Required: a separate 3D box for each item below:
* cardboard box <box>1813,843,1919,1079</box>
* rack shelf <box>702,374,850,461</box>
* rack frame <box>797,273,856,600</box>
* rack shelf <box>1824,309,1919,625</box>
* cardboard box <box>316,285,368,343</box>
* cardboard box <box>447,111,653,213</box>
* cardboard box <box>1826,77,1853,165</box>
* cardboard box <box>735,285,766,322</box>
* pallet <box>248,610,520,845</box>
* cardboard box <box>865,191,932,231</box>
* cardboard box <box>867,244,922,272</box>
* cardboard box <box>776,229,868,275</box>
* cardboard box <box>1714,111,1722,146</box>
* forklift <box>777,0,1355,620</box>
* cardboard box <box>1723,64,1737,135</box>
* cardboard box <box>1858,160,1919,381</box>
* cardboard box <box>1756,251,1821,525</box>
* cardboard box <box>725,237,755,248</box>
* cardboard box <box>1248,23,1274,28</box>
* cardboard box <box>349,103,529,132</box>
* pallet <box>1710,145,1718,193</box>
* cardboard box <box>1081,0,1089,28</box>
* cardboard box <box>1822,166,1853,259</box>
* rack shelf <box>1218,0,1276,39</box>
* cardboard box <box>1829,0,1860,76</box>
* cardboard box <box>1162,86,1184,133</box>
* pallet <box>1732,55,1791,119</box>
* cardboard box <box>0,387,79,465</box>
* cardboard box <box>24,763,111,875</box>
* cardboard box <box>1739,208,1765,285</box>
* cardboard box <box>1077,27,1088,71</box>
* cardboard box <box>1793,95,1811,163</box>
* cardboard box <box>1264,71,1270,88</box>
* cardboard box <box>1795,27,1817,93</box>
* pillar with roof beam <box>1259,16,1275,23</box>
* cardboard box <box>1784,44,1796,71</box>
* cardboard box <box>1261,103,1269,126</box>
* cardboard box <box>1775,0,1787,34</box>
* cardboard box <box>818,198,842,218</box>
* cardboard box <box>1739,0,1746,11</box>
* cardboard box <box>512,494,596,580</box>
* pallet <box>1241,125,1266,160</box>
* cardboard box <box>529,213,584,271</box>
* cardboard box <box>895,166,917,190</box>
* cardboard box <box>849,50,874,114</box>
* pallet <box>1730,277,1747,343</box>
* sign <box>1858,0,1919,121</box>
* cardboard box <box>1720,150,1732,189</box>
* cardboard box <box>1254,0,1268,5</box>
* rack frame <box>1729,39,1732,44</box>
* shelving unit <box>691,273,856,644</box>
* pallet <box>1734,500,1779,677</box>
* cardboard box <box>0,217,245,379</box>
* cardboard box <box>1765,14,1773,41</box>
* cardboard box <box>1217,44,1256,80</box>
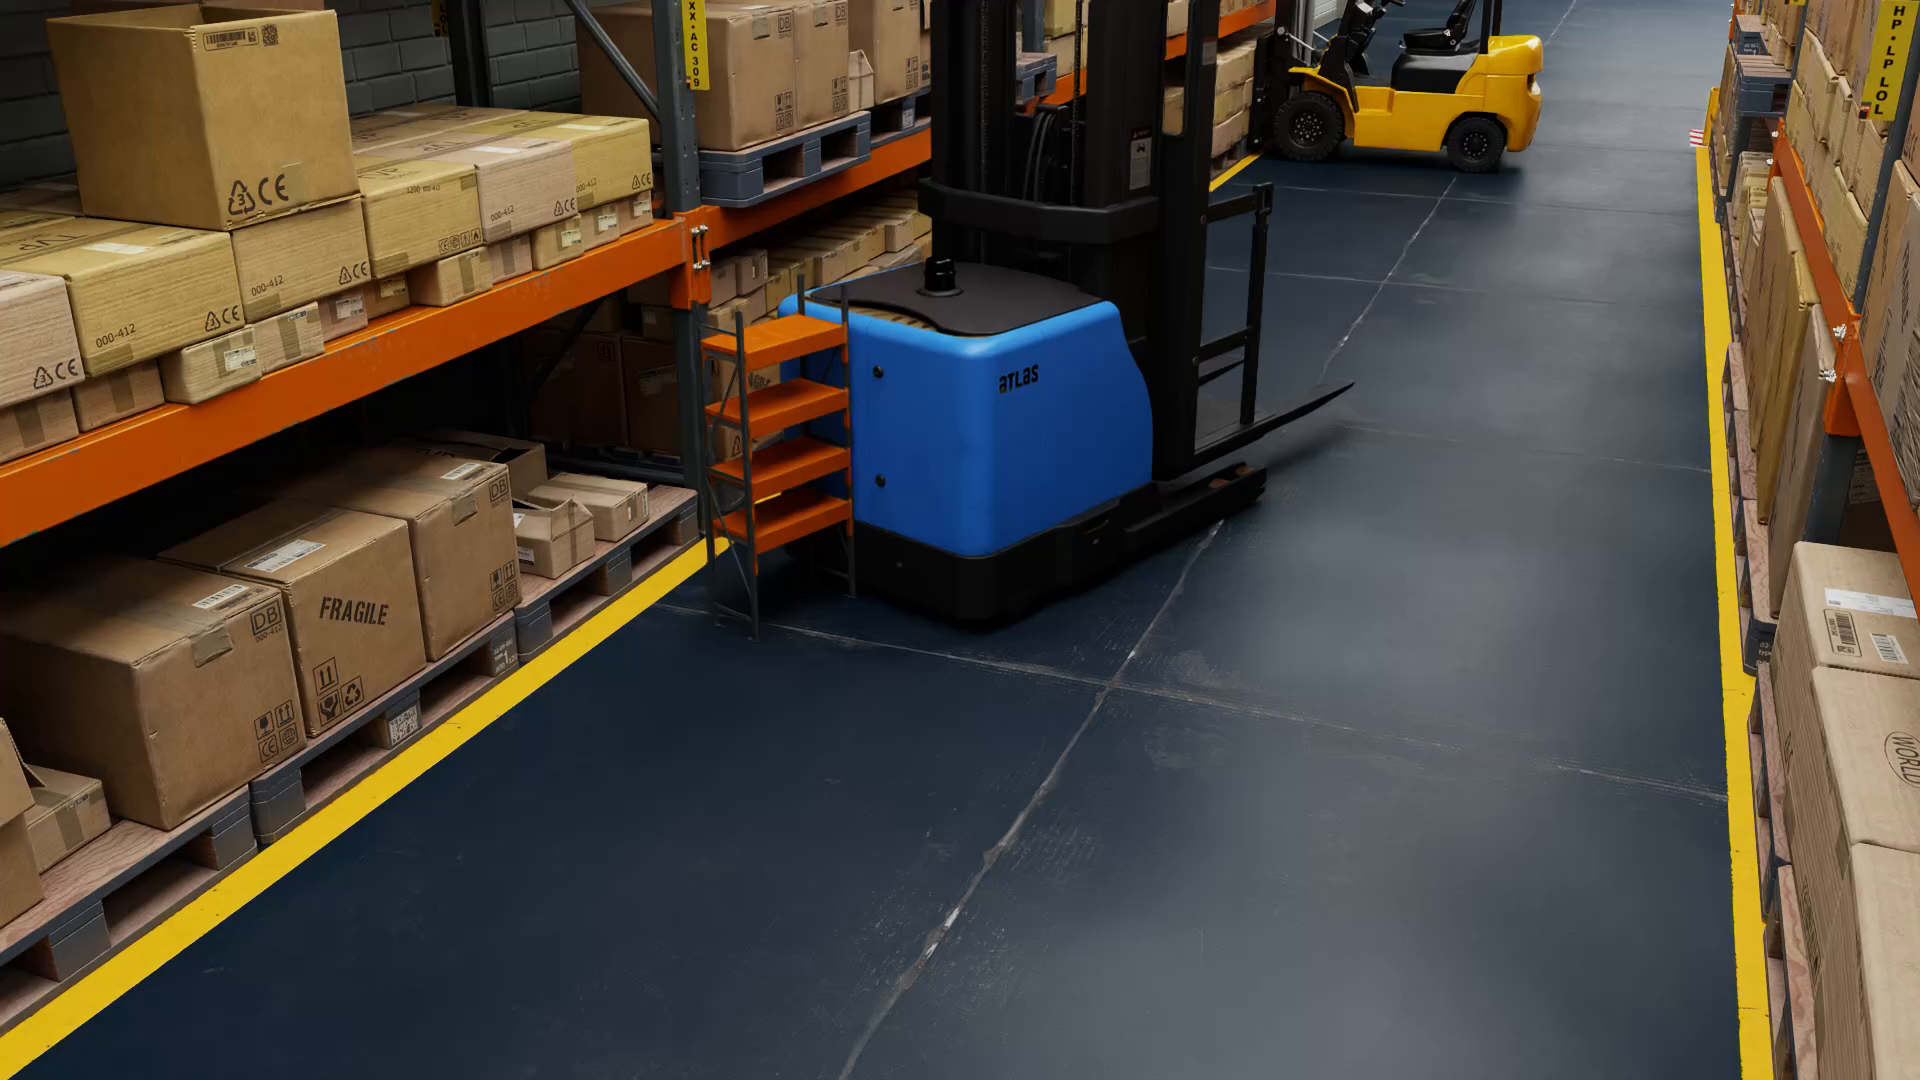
[{"bbox_3d":[2.132,1.060,3.100,0.875,0.438,0.875,9,24,21],"label":"cardboard box"},{"bbox_3d":[-0.644,-0.434,5.826,0.258,0.148,0.480,19,29,37],"label":"rack shelf"},{"bbox_3d":[-0.483,-0.361,6.057,0.240,1.200,0.015,19,29,37],"label":"rack frame"},{"bbox_3d":[2.390,0.267,3.152,1.077,0.370,4.000,9,24,20],"label":"rack shelf"},{"bbox_3d":[-1.950,-0.674,4.798,0.380,0.149,0.250,9,24,20],"label":"cardboard box"},{"bbox_3d":[-1.440,-1.341,5.877,0.500,0.250,0.500,9,24,21],"label":"cardboard box"},{"bbox_3d":[3.437,-1.501,5.997,0.500,0.250,0.500,9,24,21],"label":"cardboard box"},{"bbox_3d":[-1.065,-1.030,7.181,0.380,0.149,0.250,8,24,19],"label":"cardboard box"},{"bbox_3d":[-2.184,0.481,5.326,1.003,0.211,1.213,9,24,20],"label":"pallet"},{"bbox_3d":[-0.291,-1.770,8.953,0.380,0.149,0.250,10,24,22],"label":"cardboard box"},{"bbox_3d":[-0.512,-1.226,8.491,0.500,0.500,0.500,8,24,18],"label":"cardboard box"},{"bbox_3d":[-0.670,-1.396,8.057,0.380,0.149,0.250,10,25,22],"label":"cardboard box"},{"bbox_3d":[6.838,-3.569,14.426,0.500,0.250,0.500,10,25,22],"label":"cardboard box"},{"bbox_3d":[0.659,-1.558,6.677,1.130,2.935,3.031,19,29,37],"label":"forklift"},{"bbox_3d":[6.451,-3.530,13.358,0.500,0.500,0.500,10,25,23],"label":"cardboard box"},{"bbox_3d":[2.716,-0.696,4.396,0.500,0.500,0.500,10,25,22],"label":"cardboard box"},{"bbox_3d":[3.617,-0.552,6.391,0.875,0.875,0.875,10,24,22],"label":"cardboard box"},{"bbox_3d":[-1.210,-1.372,8.000,0.380,0.149,0.250,9,24,22],"label":"cardboard box"},{"bbox_3d":[3.099,-4.961,16.461,0.500,0.250,0.500,10,25,22],"label":"cardboard box"},{"bbox_3d":[-1.911,-1.419,6.065,0.500,0.250,0.500,8,24,19],"label":"cardboard box"},{"bbox_3d":[6.773,-3.040,13.755,1.003,0.211,1.213,9,24,20],"label":"pallet"},{"bbox_3d":[0.588,-3.386,10.510,0.500,0.250,0.500,10,25,22],"label":"cardboard box"},{"bbox_3d":[3.256,-1.090,5.663,0.500,0.250,0.500,8,24,19],"label":"cardboard box"},{"bbox_3d":[2.238,-4.737,15.131,1.077,0.370,4.000,9,24,20],"label":"rack shelf"},{"bbox_3d":[3.636,-2.036,6.306,0.500,0.500,0.500,9,24,21],"label":"cardboard box"},{"bbox_3d":[1.311,-3.263,13.205,0.875,0.625,0.625,10,25,22],"label":"cardboard box"},{"bbox_3d":[4.785,-2.394,8.838,1.213,0.211,1.003,9,24,20],"label":"pallet"},{"bbox_3d":[-2.318,-0.299,3.901,0.380,0.149,0.250,10,25,22],"label":"cardboard box"},{"bbox_3d":[-2.453,0.711,4.309,0.380,0.149,0.250,8,24,18],"label":"cardboard box"},{"bbox_3d":[5.105,-1.659,9.695,0.950,0.372,0.625,8,24,19],"label":"cardboard box"},{"bbox_3d":[0.592,-3.155,10.607,0.500,0.250,0.500,8,24,19],"label":"cardboard box"},{"bbox_3d":[4.029,-1.818,7.404,0.500,0.250,0.500,8,24,19],"label":"cardboard box"},{"bbox_3d":[2.532,-4.177,15.232,0.500,0.250,0.500,9,24,20],"label":"cardboard box"},{"bbox_3d":[4.201,-2.228,7.737,0.500,0.250,0.500,9,24,20],"label":"cardboard box"},{"bbox_3d":[8.111,-9.963,18.927,9.100,9.000,0.400,9,24,20],"label":"pillar with roof beam"},{"bbox_3d":[4.555,-2.547,8.738,0.380,0.149,0.250,9,24,21],"label":"cardboard box"},{"bbox_3d":[2.540,-3.952,15.343,0.500,0.250,0.500,10,25,22],"label":"cardboard box"},{"bbox_3d":[4.712,-2.978,8.928,0.500,0.500,0.500,8,24,19],"label":"cardboard box"},{"bbox_3d":[-0.855,-1.743,8.888,0.380,0.149,0.250,8,24,19],"label":"cardboard box"},{"bbox_3d":[6.881,-4.607,14.214,0.380,0.149,0.250,9,24,21],"label":"cardboard box"},{"bbox_3d":[-1.544,-0.053,5.988,0.396,0.266,0.258,10,25,22],"label":"cardboard box"},{"bbox_3d":[2.281,-3.783,15.532,1.003,0.211,1.213,9,24,20],"label":"pallet"},{"bbox_3d":[-1.511,-1.031,5.653,0.380,0.149,0.250,9,24,21],"label":"cardboard box"},{"bbox_3d":[-0.474,-2.119,9.788,0.380,0.149,0.250,10,25,23],"label":"cardboard box"},{"bbox_3d":[-0.604,-2.064,7.429,0.396,0.266,0.258,10,25,23],"label":"cardboard box"},{"bbox_3d":[4.911,-1.205,9.361,1.003,0.211,1.213,9,24,20],"label":"pallet"},{"bbox_3d":[2.626,-1.353,4.697,0.100,0.325,0.005,9,24,20],"label":"sign"},{"bbox_3d":[6.075,-2.819,12.629,0.500,0.250,0.500,10,25,22],"label":"cardboard box"},{"bbox_3d":[2.474,-5.067,14.860,0.500,0.500,0.500,9,24,20],"label":"cardboard box"},{"bbox_3d":[7.591,-5.075,15.008,1.000,3.000,0.127,9,24,20],"label":"rack frame"},{"bbox_3d":[-0.644,-0.290,5.887,0.258,1.200,0.503,19,29,37],"label":"shelving unit"},{"bbox_3d":[3.350,0.219,5.952,1.003,0.211,1.213,9,24,20],"label":"pallet"},{"bbox_3d":[-2.172,-0.613,4.134,0.500,0.250,0.500,8,24,19],"label":"cardboard box"},{"bbox_3d":[5.096,-3.106,10.076,0.380,0.149,0.250,10,25,22],"label":"cardboard box"},{"bbox_3d":[2.339,-4.229,14.707,0.500,0.250,0.500,10,25,22],"label":"cardboard box"}]
